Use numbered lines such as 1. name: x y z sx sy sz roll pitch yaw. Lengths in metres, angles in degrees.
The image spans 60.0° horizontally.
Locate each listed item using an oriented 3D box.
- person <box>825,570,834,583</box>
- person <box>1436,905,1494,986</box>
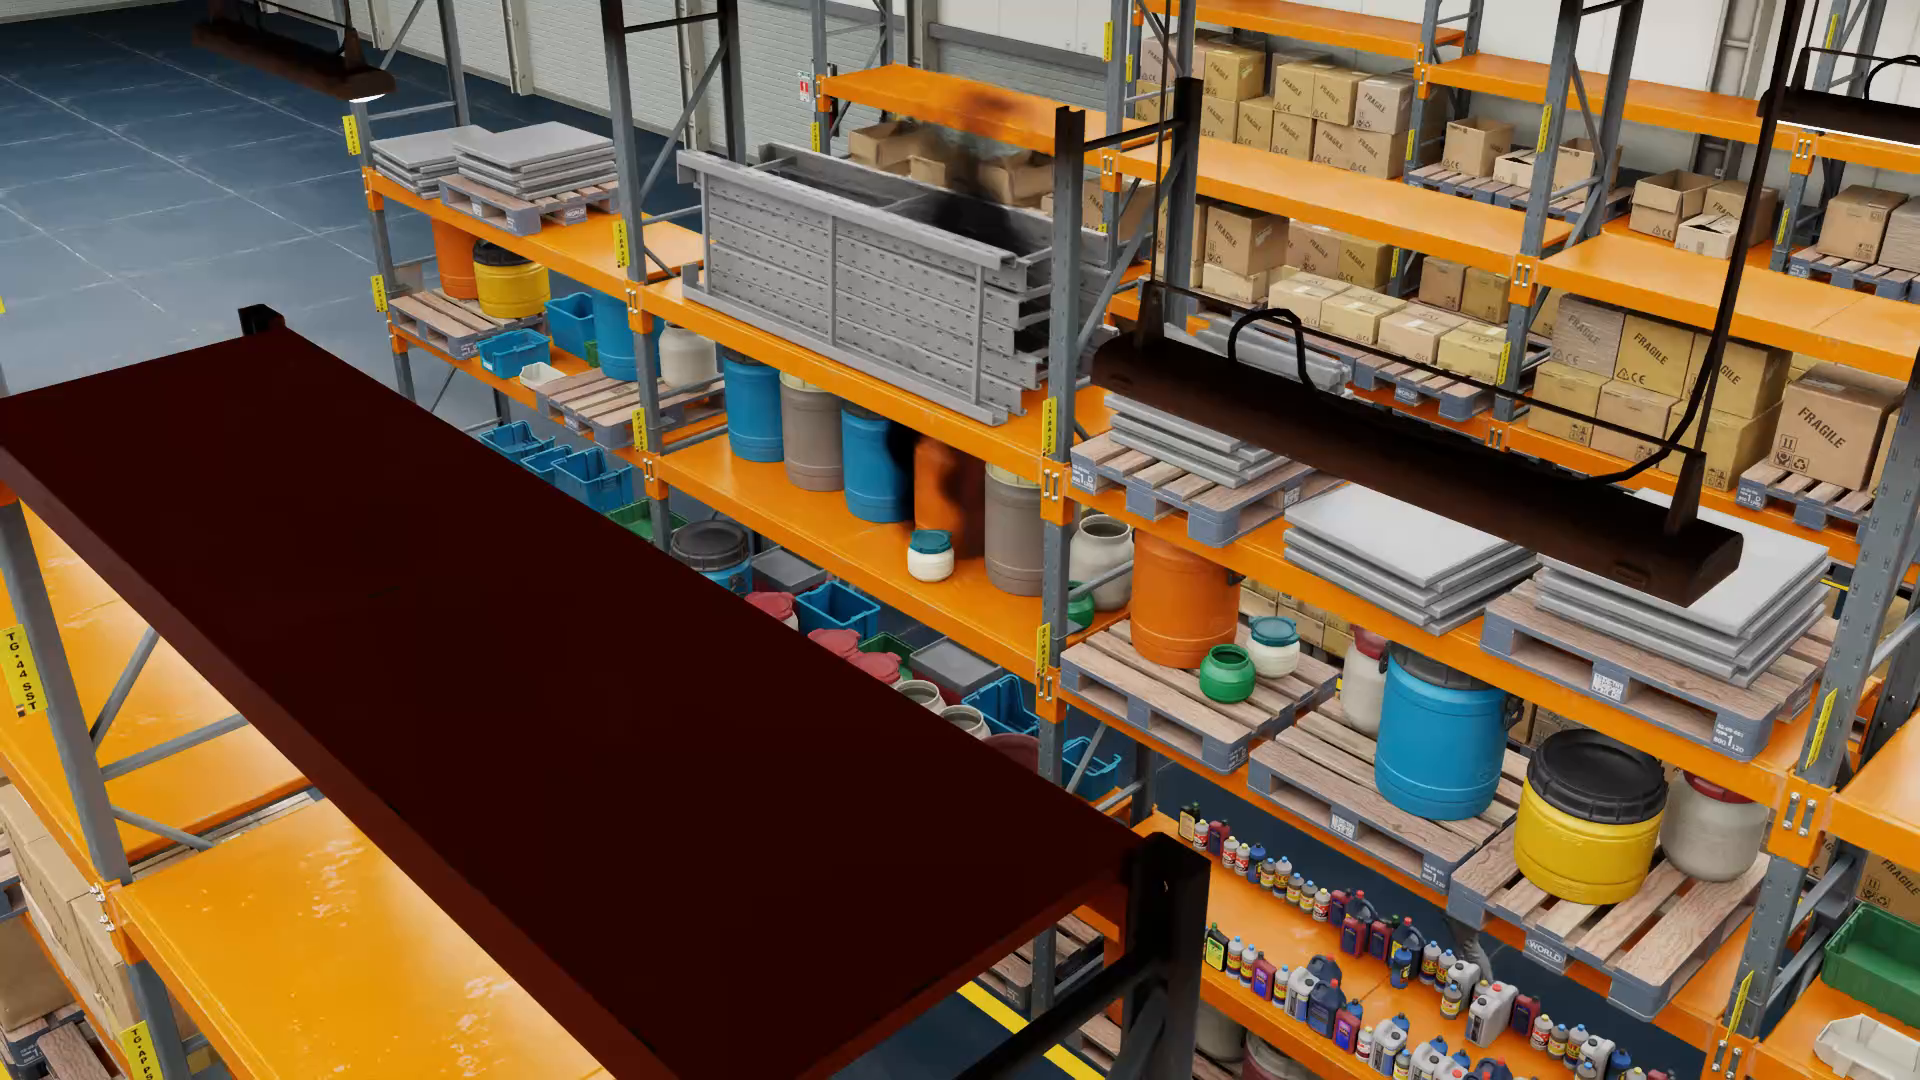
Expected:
1. person: -1.411 -0.334 15.746 0.539 1.636 0.562 15 32 26
2. person: 3.325 2.280 10.836 0.665 1.694 0.585 24 36 37
